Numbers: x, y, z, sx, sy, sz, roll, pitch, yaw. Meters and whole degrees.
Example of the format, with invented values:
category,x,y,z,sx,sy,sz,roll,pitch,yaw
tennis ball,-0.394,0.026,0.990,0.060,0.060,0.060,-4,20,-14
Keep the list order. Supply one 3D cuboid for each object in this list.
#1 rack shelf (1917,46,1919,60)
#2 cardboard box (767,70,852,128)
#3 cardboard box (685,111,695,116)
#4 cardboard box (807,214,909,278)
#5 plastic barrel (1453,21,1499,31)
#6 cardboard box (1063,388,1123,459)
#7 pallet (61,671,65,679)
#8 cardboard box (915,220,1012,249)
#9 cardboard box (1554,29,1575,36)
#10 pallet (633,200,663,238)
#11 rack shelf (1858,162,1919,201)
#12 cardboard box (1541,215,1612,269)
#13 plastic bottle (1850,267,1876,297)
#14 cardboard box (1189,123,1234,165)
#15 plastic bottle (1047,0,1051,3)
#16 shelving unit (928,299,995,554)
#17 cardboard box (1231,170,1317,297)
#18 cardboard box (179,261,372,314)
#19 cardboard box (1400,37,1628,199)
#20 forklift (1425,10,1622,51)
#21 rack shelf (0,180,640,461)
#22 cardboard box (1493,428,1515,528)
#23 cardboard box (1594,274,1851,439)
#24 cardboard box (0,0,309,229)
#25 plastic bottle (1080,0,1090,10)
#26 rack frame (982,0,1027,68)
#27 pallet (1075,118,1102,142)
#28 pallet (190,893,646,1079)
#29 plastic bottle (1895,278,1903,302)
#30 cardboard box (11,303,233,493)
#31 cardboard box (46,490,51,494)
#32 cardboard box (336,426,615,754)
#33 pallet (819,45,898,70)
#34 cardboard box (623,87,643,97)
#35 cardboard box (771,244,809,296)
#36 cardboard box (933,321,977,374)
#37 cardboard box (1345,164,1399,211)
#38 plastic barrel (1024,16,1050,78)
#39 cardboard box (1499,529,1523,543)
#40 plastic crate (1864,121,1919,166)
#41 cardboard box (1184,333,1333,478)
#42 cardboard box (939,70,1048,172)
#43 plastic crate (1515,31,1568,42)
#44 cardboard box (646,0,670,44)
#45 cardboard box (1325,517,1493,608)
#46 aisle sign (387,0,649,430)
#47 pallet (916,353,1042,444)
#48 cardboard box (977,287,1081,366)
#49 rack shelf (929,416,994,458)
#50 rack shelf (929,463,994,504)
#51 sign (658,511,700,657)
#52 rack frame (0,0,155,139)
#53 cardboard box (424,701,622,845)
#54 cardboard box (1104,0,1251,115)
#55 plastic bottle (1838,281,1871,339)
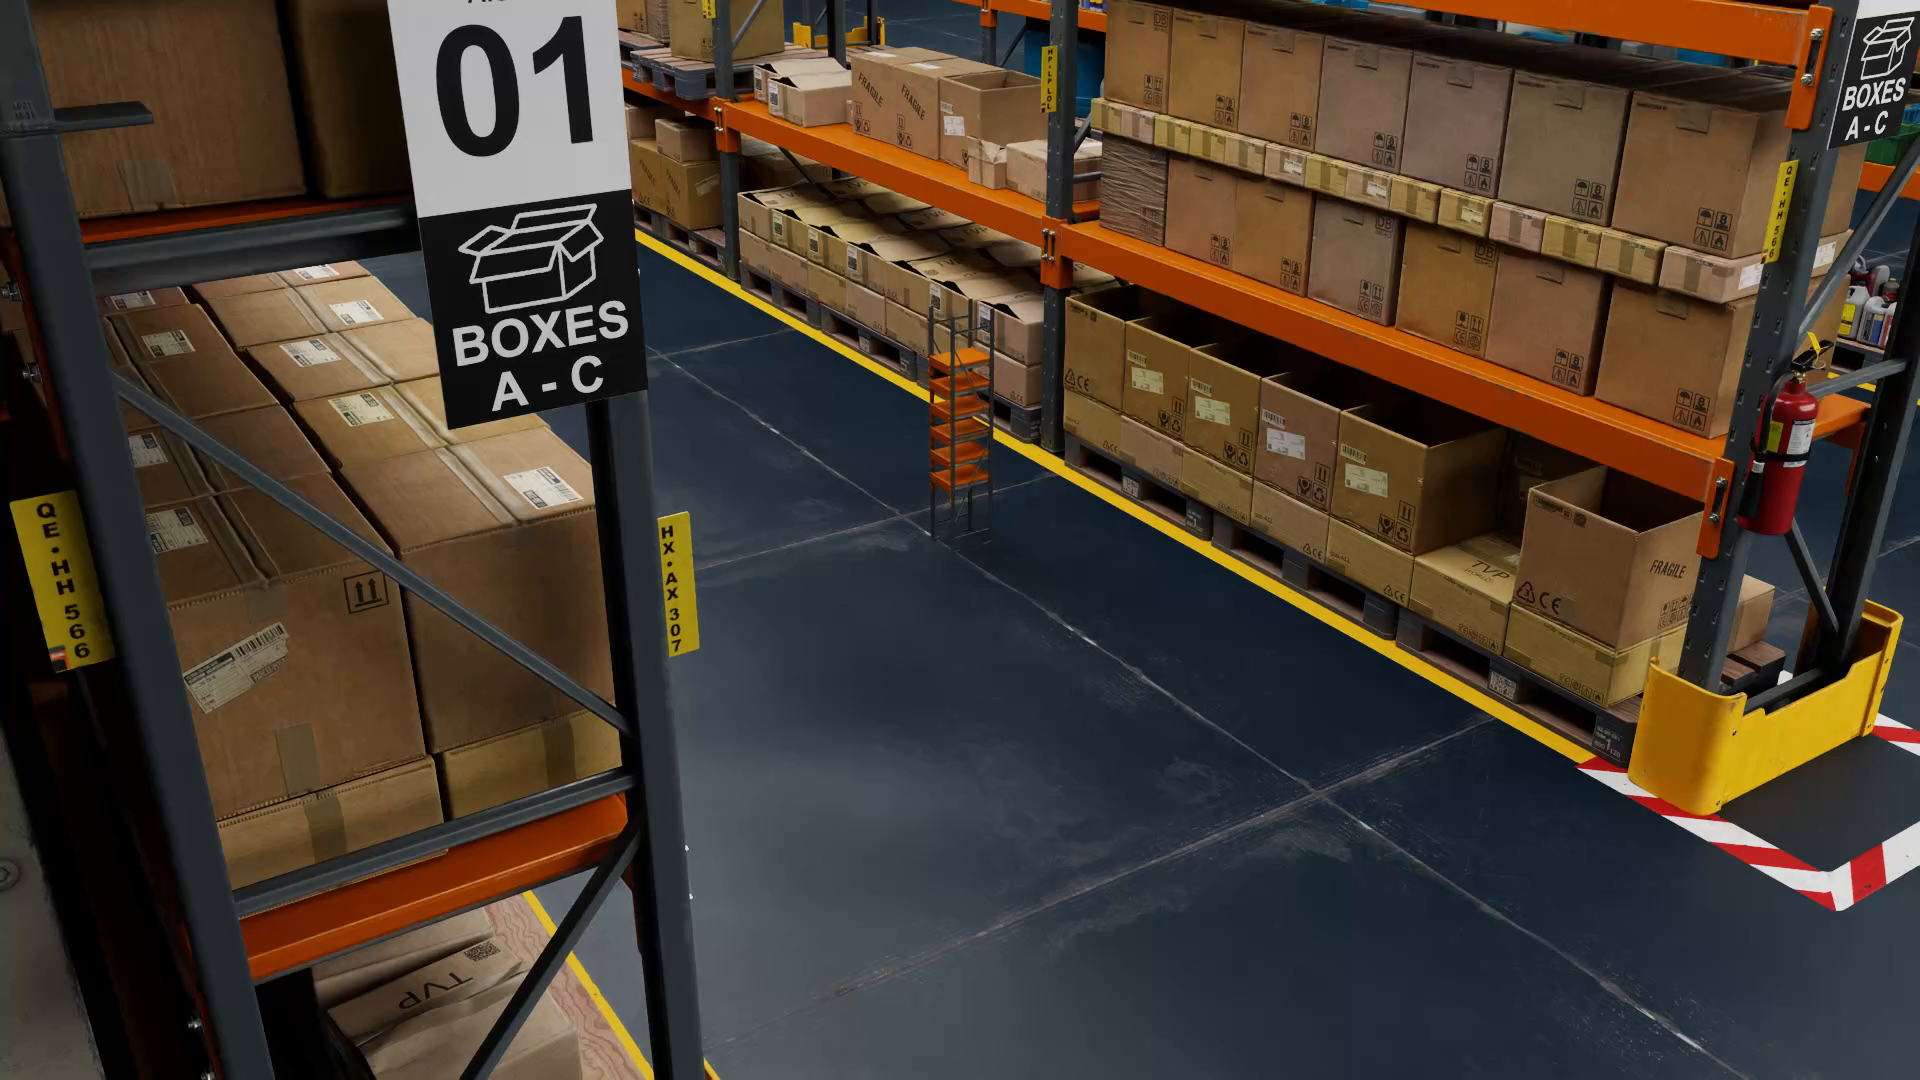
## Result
category,x,y,z,sx,sy,sz,roll,pitch,yaw
rack shelf,8.113,-4.667,15.465,1.077,0.370,4.000,-16,29,-30
cardboard box,-0.955,-2.995,11.185,0.500,0.311,0.500,-16,30,-30
cardboard box,-2.419,-3.432,14.418,0.500,0.500,0.500,-15,29,-29
cardboard box,-0.671,-1.976,10.994,0.500,0.311,0.500,-16,30,-31
plastic barrel,4.080,-3.995,13.039,0.433,0.535,0.433,0,25,0
cardboard box,0.902,-0.680,8.905,0.500,0.250,0.500,-16,29,-30
pallet,-3.672,0.169,7.645,1.003,0.211,1.213,-16,29,-30
cardboard box,0.046,-1.925,10.886,0.500,0.311,0.500,-15,29,-28
cardboard box,6.662,-5.188,17.724,1.225,0.875,0.875,-17,30,-32
pallet,-2.319,-2.851,14.042,1.003,0.211,1.213,-16,29,-30
rack shelf,6.147,-2.082,9.989,1.077,0.370,4.000,-16,29,-30
cardboard box,2.434,-1.154,6.305,0.380,0.149,0.250,-16,30,-30
plastic bottle,5.926,-1.662,10.923,0.061,0.283,0.133,-16,29,-30
cardboard box,1.311,-1.892,7.867,0.380,0.149,0.250,-16,30,-30
plastic bottle,0.915,-5.426,16.463,0.097,0.201,0.097,0,25,0
shelving unit,0.008,-0.537,7.983,0.258,1.200,0.189,-16,29,-30
cardboard box,1.714,-1.490,7.776,0.700,0.500,0.500,-15,29,-29
cardboard box,-2.185,-0.637,5.360,0.500,0.500,0.500,-16,30,-31
cardboard box,2.246,-1.727,6.757,0.700,0.500,0.500,-15,29,-29
forklift,3.212,-2.481,10.072,1.130,2.935,3.031,-1,25,-2
rack shelf,-2.154,-1.130,4.458,1.077,0.370,4.000,-16,29,-30
cardboard box,2.422,-0.422,7.482,0.500,0.500,0.500,-16,29,-30
cardboard box,2.842,-0.754,6.216,0.700,0.500,0.500,-16,29,-30
cardboard box,-1.502,-0.884,2.955,0.500,0.500,0.500,-13,28,-26
plastic bottle,1.253,-5.259,16.023,0.152,0.276,0.135,-16,29,-30
rack frame,0.688,-5.984,17.412,1.000,3.000,0.127,-16,29,-30
pallet,1.744,-4.001,16.477,1.003,0.211,1.213,-16,29,-30
pallet,-1.517,1.552,4.715,1.003,0.211,1.213,-16,29,-30
plastic bottle,6.158,-1.609,10.825,0.097,0.271,0.097,0,25,0
cardboard box,-2.325,-0.329,4.707,0.500,0.500,0.500,-15,29,-29
cardboard box,-2.589,-0.174,5.257,0.500,0.250,0.500,-16,30,-31
cardboard box,-1.071,0.096,3.807,0.500,0.500,0.500,-15,29,-30
pallet,-1.078,-5.850,20.394,1.003,0.211,1.213,-16,29,-30
cardboard box,-2.859,-3.651,14.005,0.500,0.250,0.500,-15,29,-29
cardboard box,-0.966,-1.911,11.514,0.500,0.250,0.500,-16,30,-31
cardboard box,0.159,-1.178,9.961,0.500,0.250,0.500,-16,30,-30
cardboard box,1.870,-1.524,7.088,0.380,0.149,0.250,-16,30,-30
plastic barrel,0.971,-5.026,17.350,0.600,0.901,0.708,-16,29,-30
cardboard box,2.704,0.093,7.268,0.500,0.250,0.500,-16,29,-30
plastic crate,5.560,-2.475,10.228,0.450,0.188,0.662,-16,29,-30
cardboard box,1.440,-0.659,7.982,0.500,0.500,0.500,-16,29,-30
cardboard box,0.210,-2.482,9.876,0.500,0.500,0.500,-13,28,-26
plastic crate,4.192,-3.437,12.036,0.392,0.384,0.575,-16,29,-30
cardboard box,-2.058,-4.206,13.037,0.700,0.500,0.500,-10,27,-20
cardboard box,1.989,0.037,7.386,0.500,0.250,0.500,-16,29,-30
aisle sign,-0.771,-0.603,2.968,0.394,0.787,0.004,-16,29,-30
pallet,0.468,-0.963,10.043,1.003,0.211,1.213,-16,29,-30
cardboard box,0.442,-1.248,9.451,0.500,0.311,0.500,-16,29,-30
rack shelf,0.008,-0.497,8.002,0.258,0.103,0.180,-16,29,-30
rack shelf,0.008,-0.280,8.104,0.258,0.103,0.180,-16,29,-30
sign,-0.607,0.099,3.513,0.100,0.325,0.005,-16,29,-30
rack frame,-1.062,-2.096,2.149,1.000,3.000,0.127,-16,29,-30
cardboard box,-1.062,0.427,3.984,0.500,0.250,0.500,-17,30,-31
cardboard box,1.150,-2.444,8.277,0.700,0.500,0.500,-15,29,-29
plastic bottle,5.585,-1.452,10.400,0.144,0.351,0.185,-14,29,-27
